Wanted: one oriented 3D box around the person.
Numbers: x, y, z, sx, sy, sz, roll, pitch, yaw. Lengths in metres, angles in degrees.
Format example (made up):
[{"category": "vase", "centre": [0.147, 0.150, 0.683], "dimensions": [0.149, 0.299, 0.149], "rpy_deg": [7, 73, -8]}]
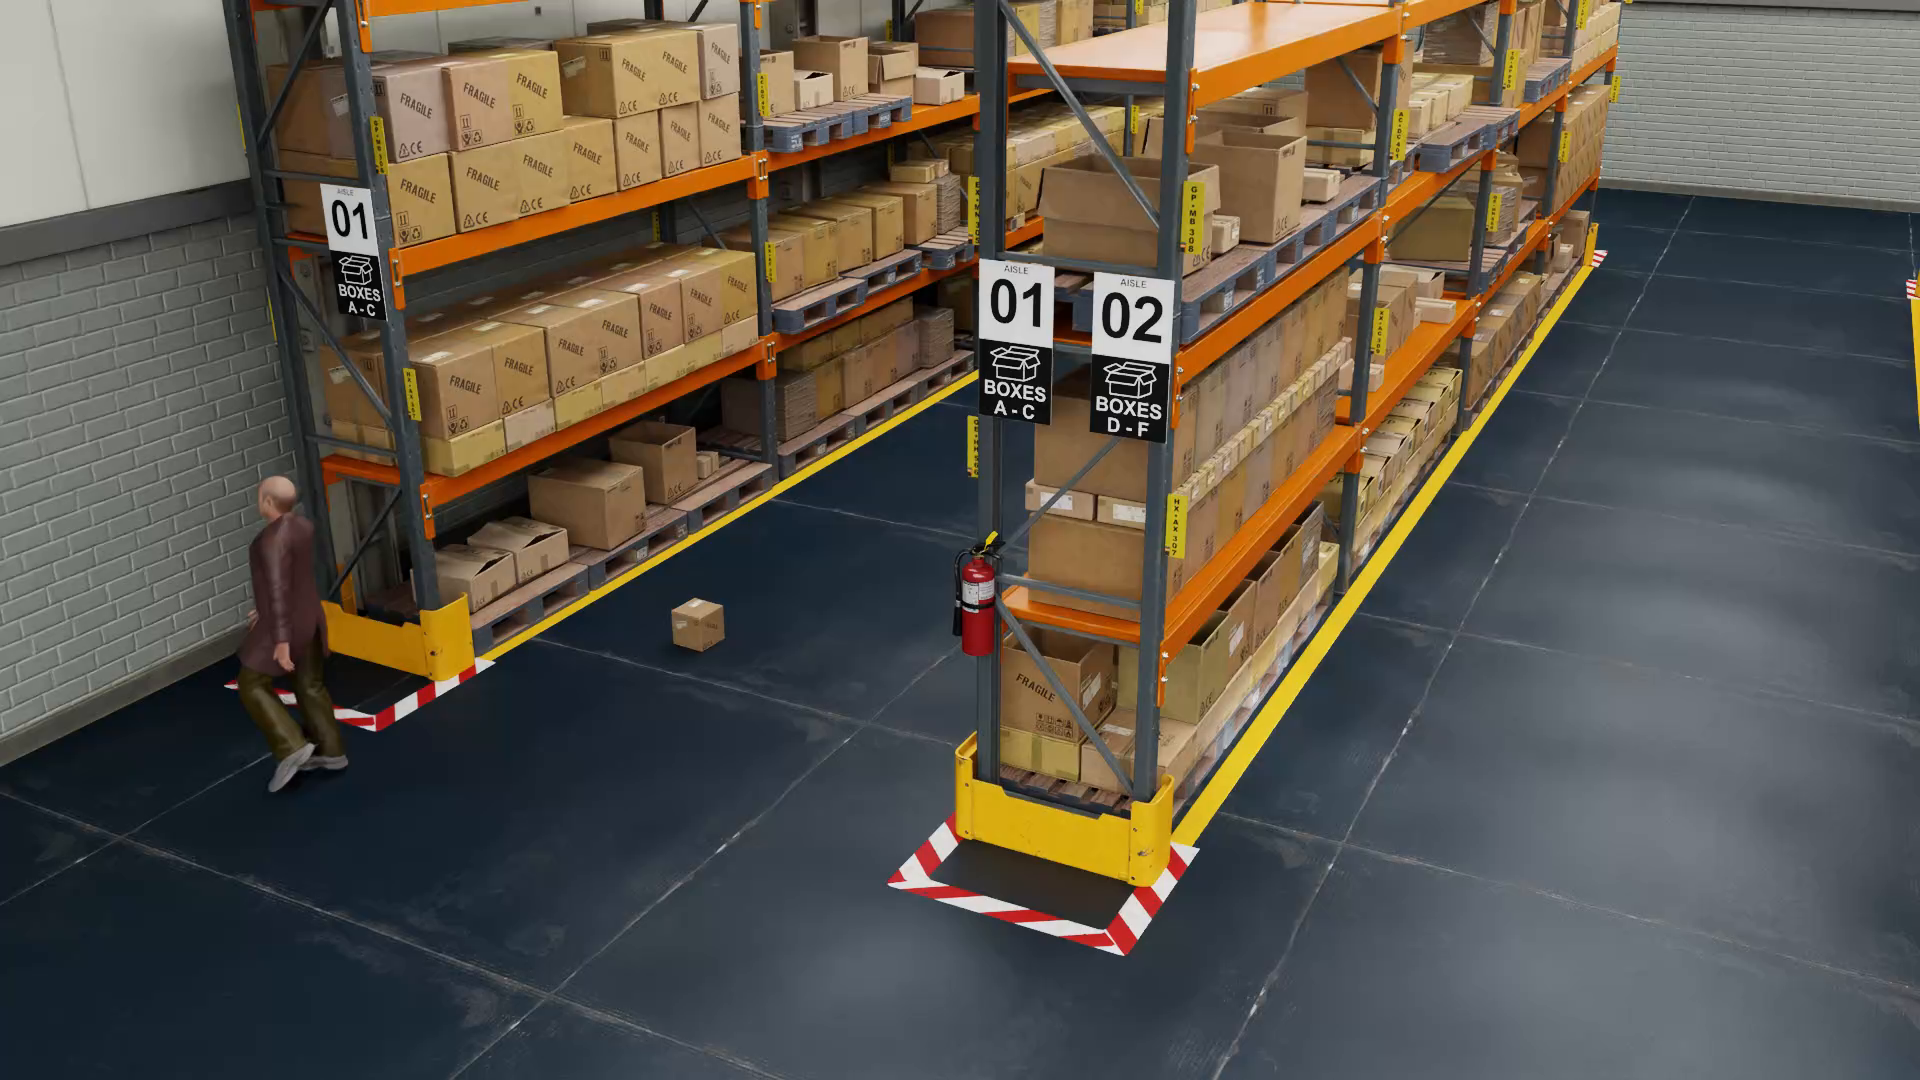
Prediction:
[{"category": "person", "centre": [-3.867, 0.515, 9.513], "dimensions": [0.547, 1.788, 0.652], "rpy_deg": [2, 23, 5]}]
